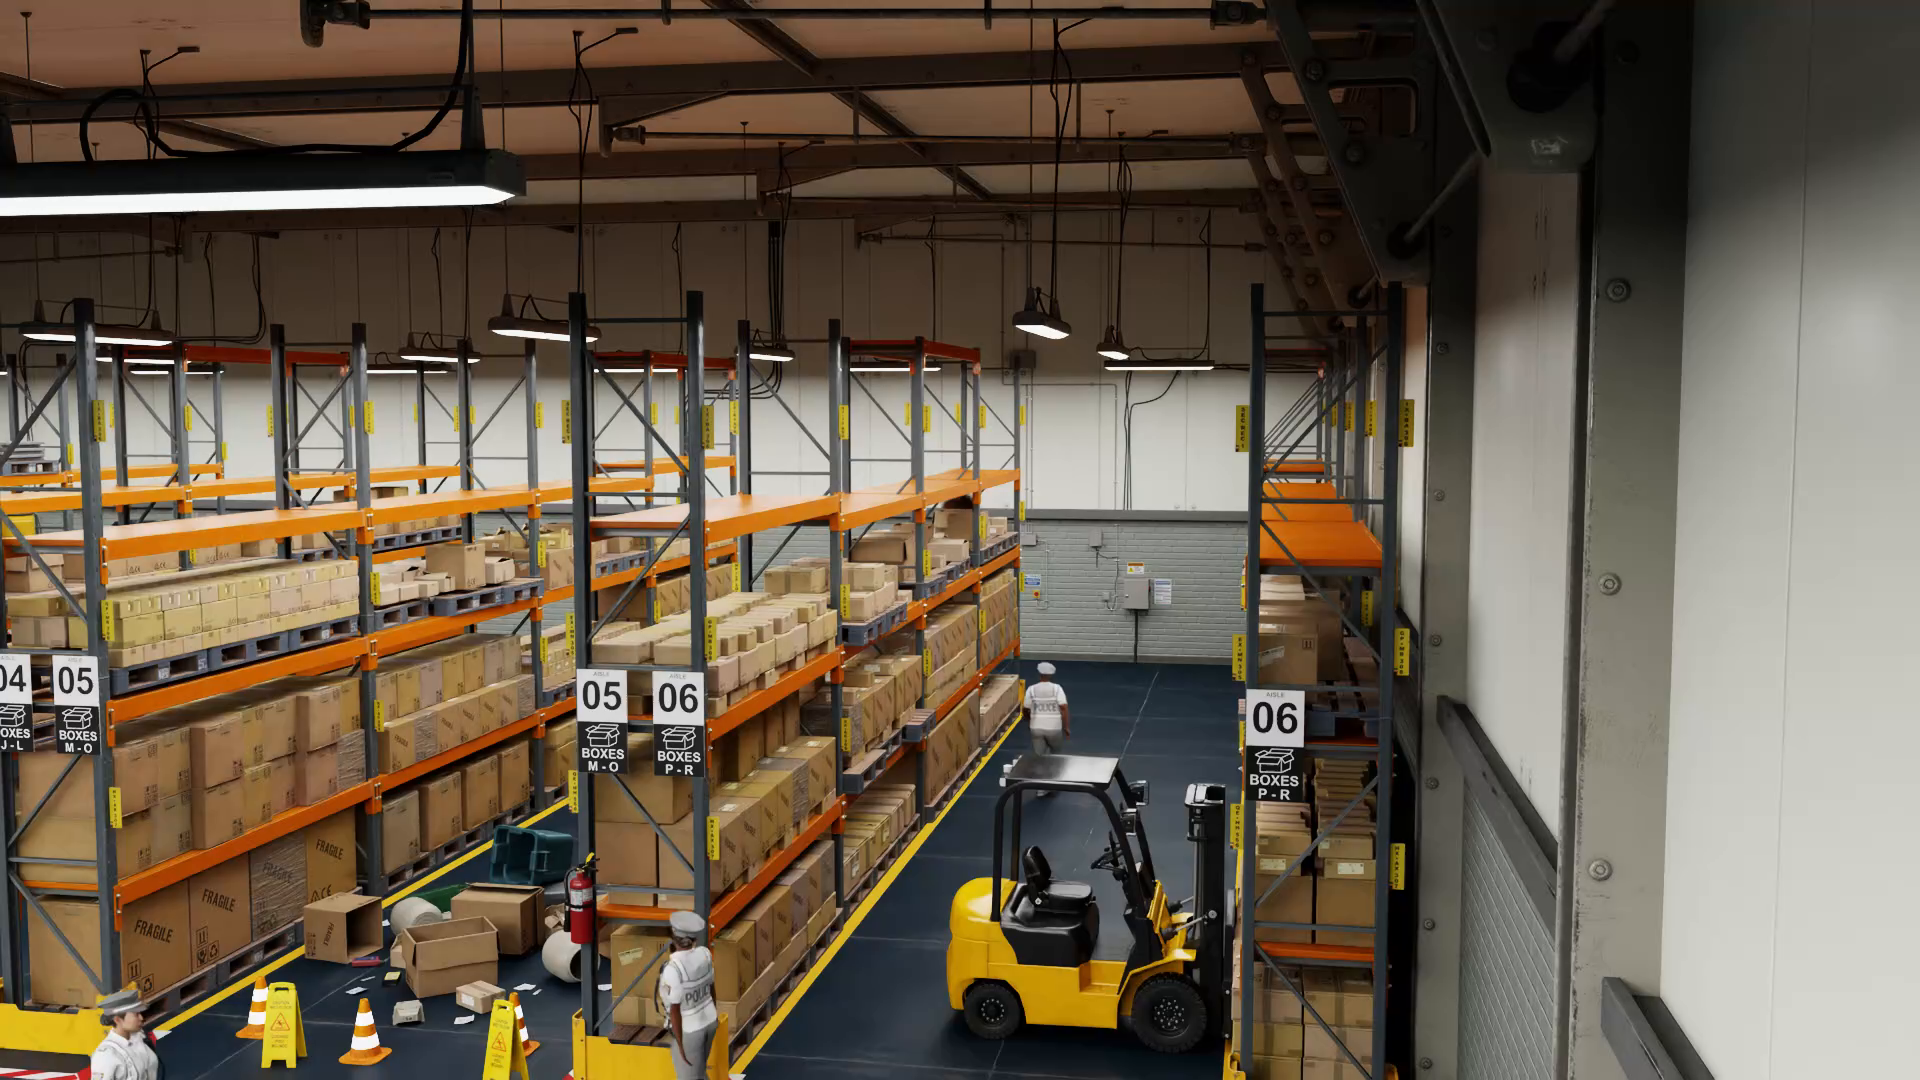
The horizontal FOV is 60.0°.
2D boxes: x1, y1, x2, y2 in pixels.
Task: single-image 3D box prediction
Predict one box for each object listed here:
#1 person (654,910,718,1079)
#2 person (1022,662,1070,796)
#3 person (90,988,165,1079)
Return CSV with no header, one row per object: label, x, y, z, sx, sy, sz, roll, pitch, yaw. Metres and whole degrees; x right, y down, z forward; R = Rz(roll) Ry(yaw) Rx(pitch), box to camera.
person,-1.853,3.407,11.511,0.404,1.720,0.598,2,5,20
person,1.150,2.545,22.185,0.654,1.815,0.735,1,5,10
person,-5.014,3.549,9.993,0.360,1.717,0.569,1,5,9
